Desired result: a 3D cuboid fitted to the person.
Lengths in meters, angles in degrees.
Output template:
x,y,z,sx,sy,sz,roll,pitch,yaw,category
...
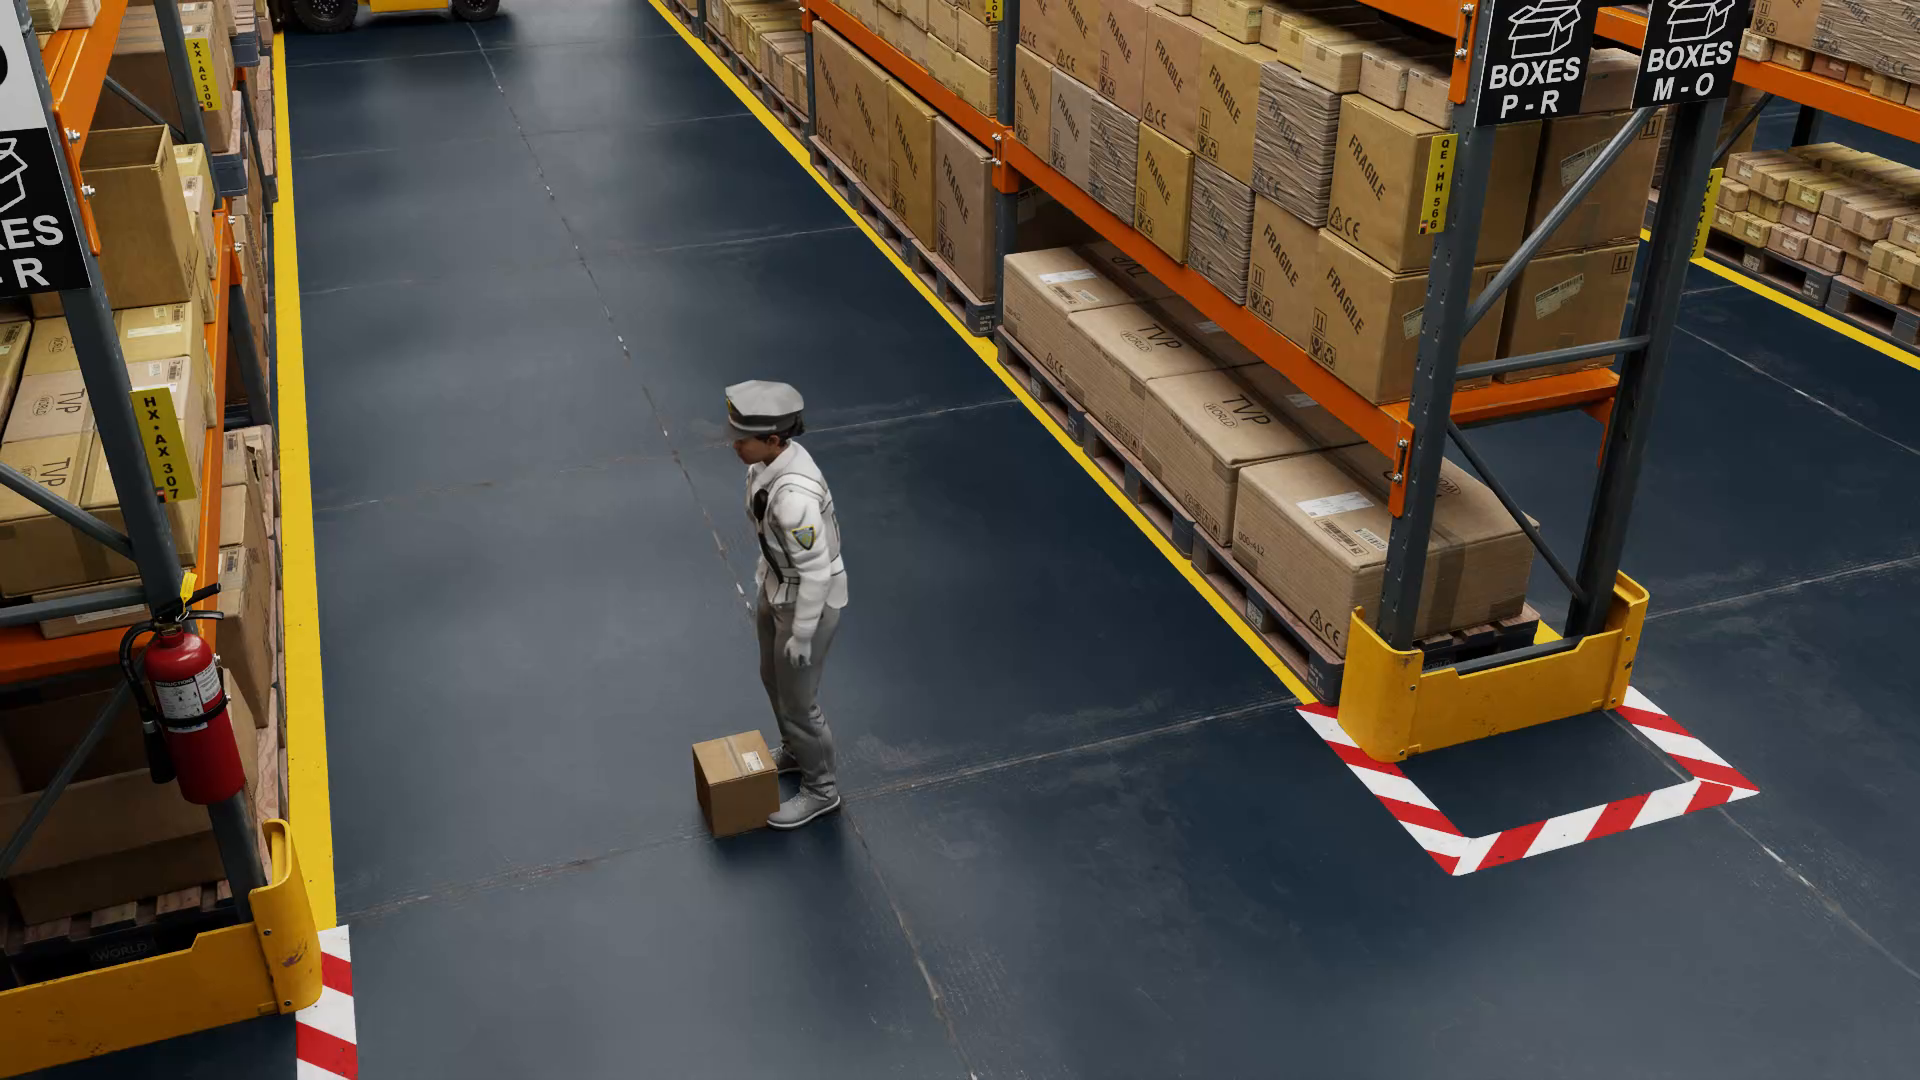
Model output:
x,y,z,sx,sy,sz,roll,pitch,yaw,category
-0.586,0.221,5.743,0.376,1.663,0.527,-11,32,-18,person
